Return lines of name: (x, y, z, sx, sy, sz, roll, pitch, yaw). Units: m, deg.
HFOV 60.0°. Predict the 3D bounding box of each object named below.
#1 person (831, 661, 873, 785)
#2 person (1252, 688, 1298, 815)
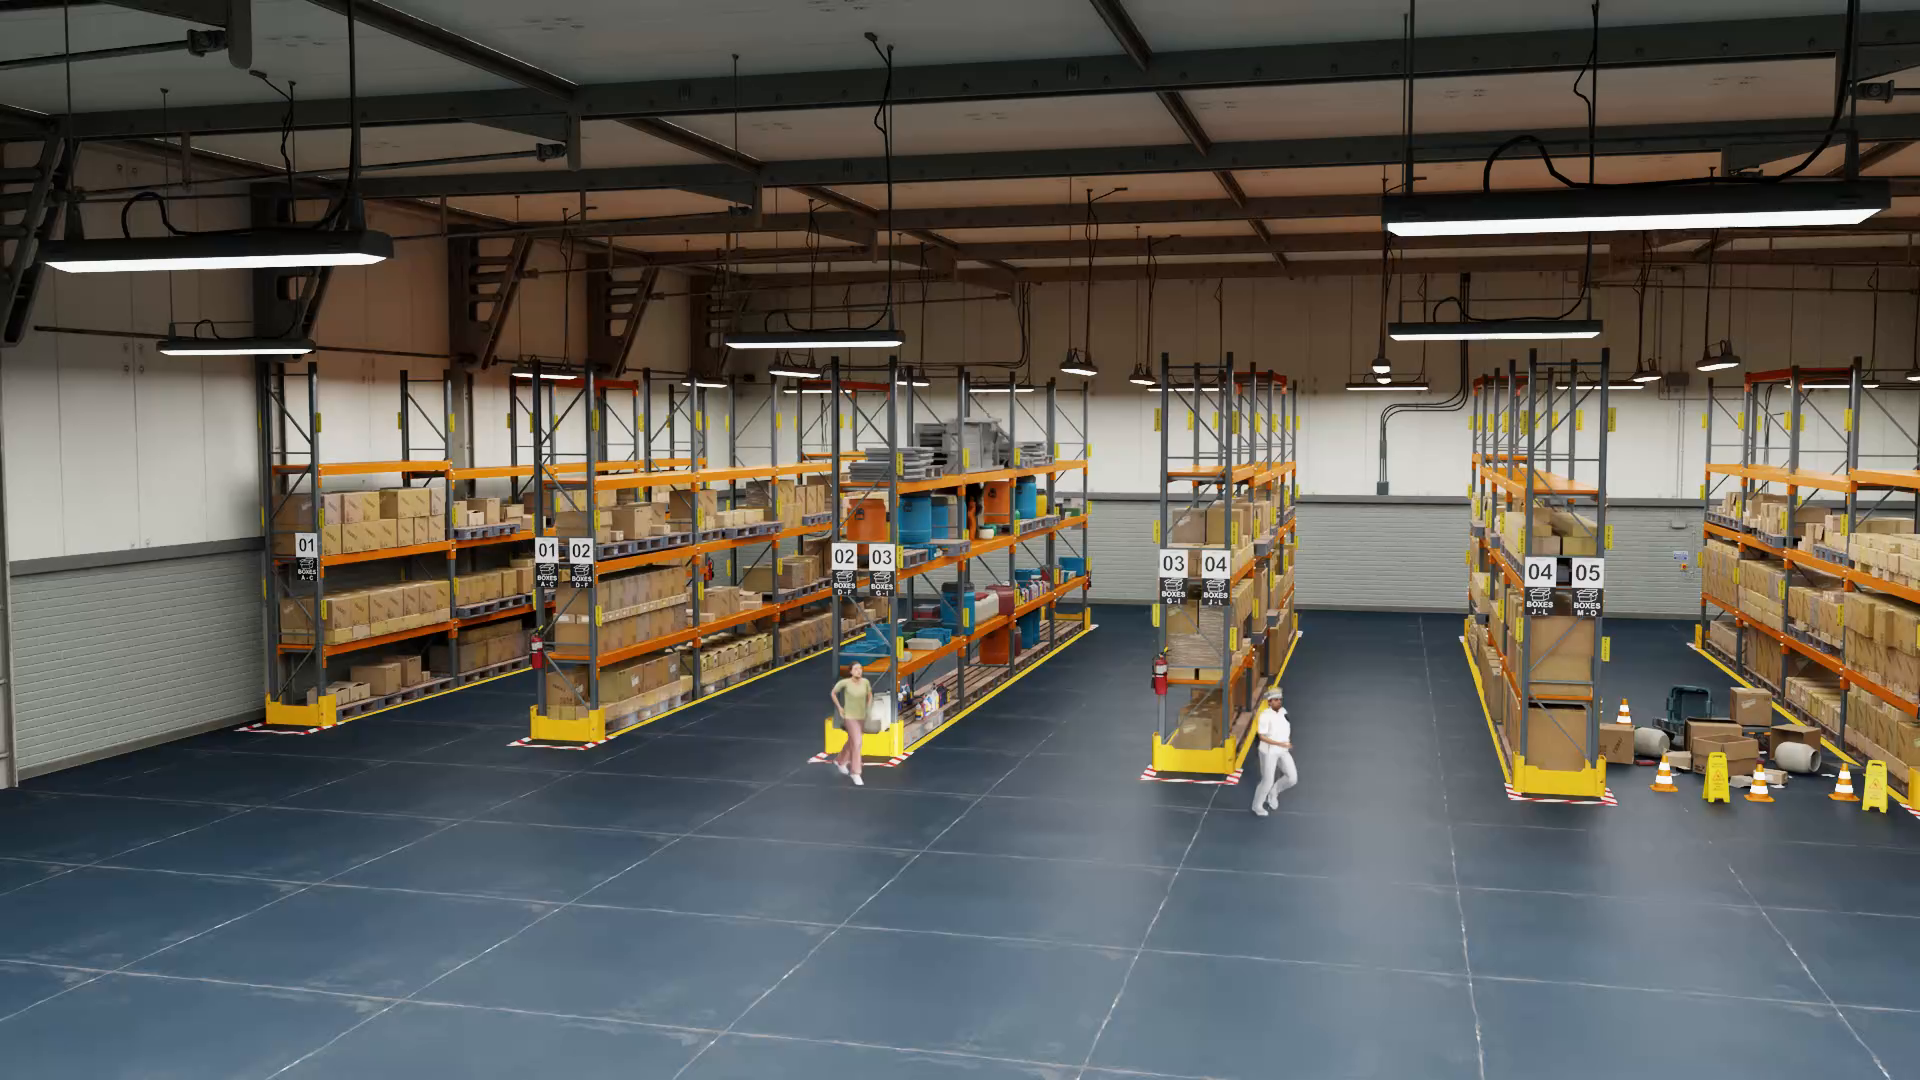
person: (-1.509, 2.532, 23.342, 0.578, 1.722, 0.767, -3, 5, -37)
person: (4.024, 2.688, 21.077, 0.606, 1.658, 0.735, -2, 5, -28)
